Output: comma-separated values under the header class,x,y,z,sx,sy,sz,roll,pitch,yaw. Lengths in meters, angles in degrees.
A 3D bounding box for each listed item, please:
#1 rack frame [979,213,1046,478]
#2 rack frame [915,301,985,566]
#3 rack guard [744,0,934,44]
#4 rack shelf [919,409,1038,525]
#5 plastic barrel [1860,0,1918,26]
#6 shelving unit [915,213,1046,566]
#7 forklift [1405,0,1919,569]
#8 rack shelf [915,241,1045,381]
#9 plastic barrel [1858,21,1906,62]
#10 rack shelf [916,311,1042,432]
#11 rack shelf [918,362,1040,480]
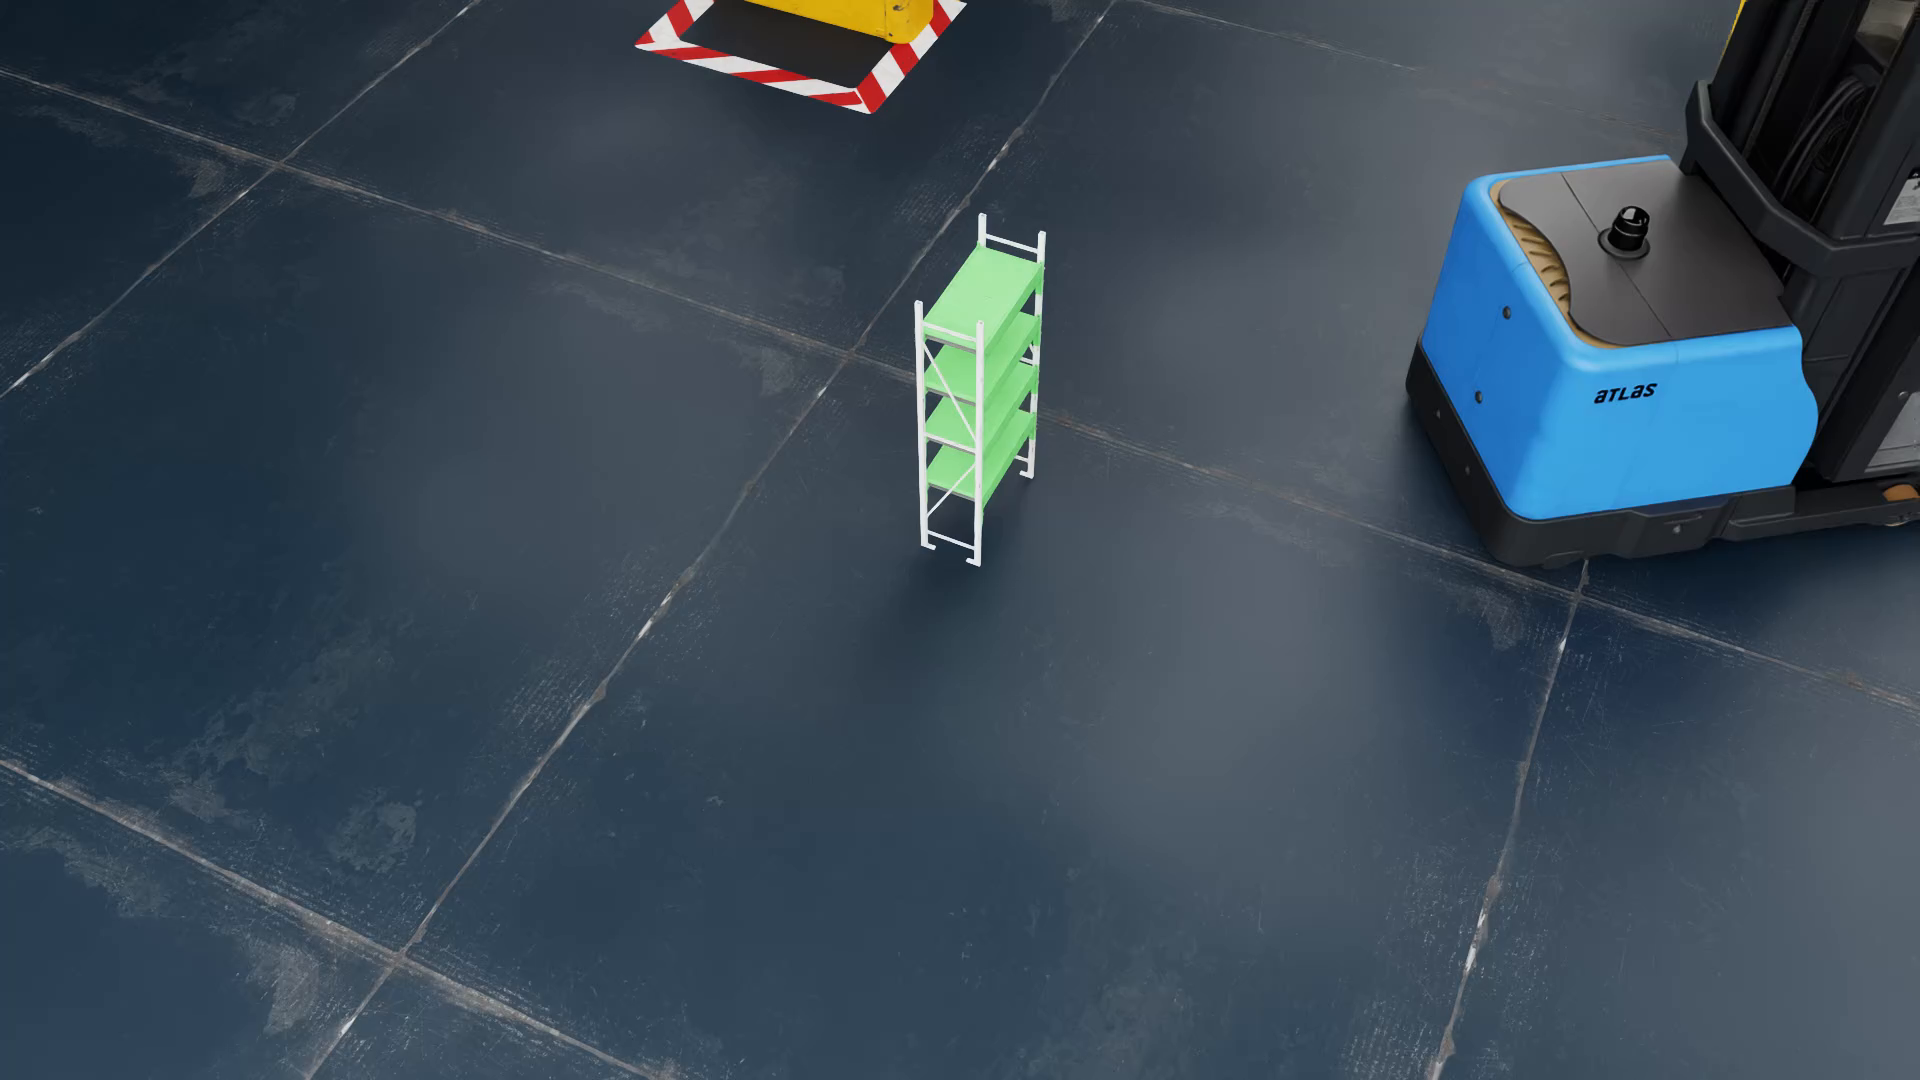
class,x,y,z,sx,sy,sz,roll,pitch,yaw
rack frame,0.175,-0.671,6.033,0.240,1.200,0.015,20,52,16
rack frame,-0.034,-0.335,5.747,0.240,1.200,0.015,20,52,16
rack guard,-0.716,-2.952,8.433,1.175,0.500,0.348,20,52,16
rack shelf,0.071,-0.306,6.121,0.258,0.148,0.480,20,52,16
plastic barrel,4.197,-2.317,7.610,0.421,0.512,0.421,0,50,0
shelving unit,0.071,-0.503,5.890,0.258,1.200,0.503,20,52,16
forklift,3.355,-1.393,5.511,3.031,2.935,1.130,-8,50,-7
rack shelf,0.071,-0.772,5.573,0.258,0.148,0.480,20,52,16
plastic barrel,3.983,-1.972,7.316,0.421,0.512,0.421,0,50,0
rack shelf,0.071,-0.617,5.756,0.258,0.148,0.480,20,52,16
rack shelf,0.071,-0.461,5.939,0.258,0.148,0.480,20,52,16
